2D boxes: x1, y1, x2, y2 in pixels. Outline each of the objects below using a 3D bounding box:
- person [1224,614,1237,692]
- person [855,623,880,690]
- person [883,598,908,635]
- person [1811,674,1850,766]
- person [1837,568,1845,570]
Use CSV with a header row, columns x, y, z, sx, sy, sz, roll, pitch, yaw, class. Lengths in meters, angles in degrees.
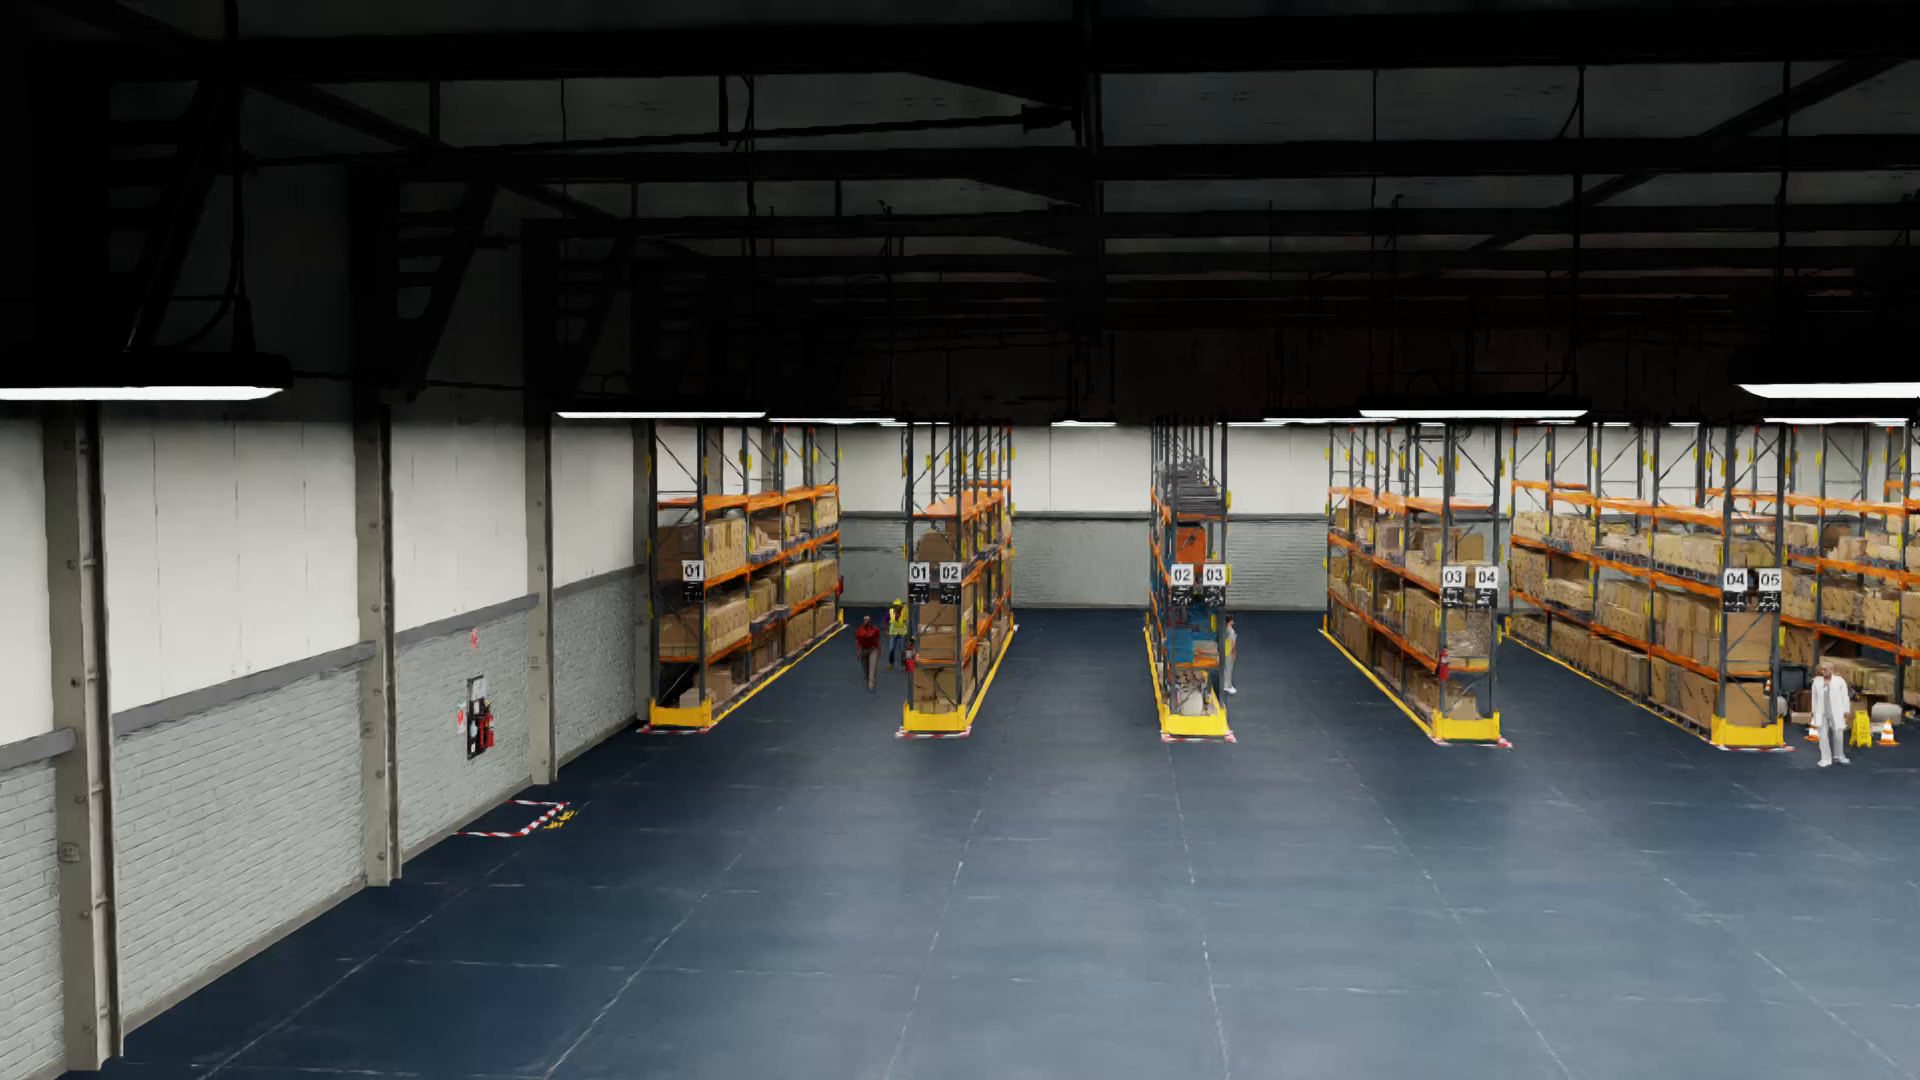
x,y,z,sx,sy,sz,roll,pitch,yaw,class
5.854,2.437,36.113,0.390,1.677,0.544,-1,4,-17,person
-2.033,2.525,36.413,0.532,1.462,1.126,0,4,7,person
-1.477,1.813,39.330,0.690,0.885,0.477,0,4,3,person
14.808,3.038,28.275,0.612,1.572,0.622,3,5,40,person
26.241,1.581,49.329,0.568,1.661,0.426,-3,5,-38,person
